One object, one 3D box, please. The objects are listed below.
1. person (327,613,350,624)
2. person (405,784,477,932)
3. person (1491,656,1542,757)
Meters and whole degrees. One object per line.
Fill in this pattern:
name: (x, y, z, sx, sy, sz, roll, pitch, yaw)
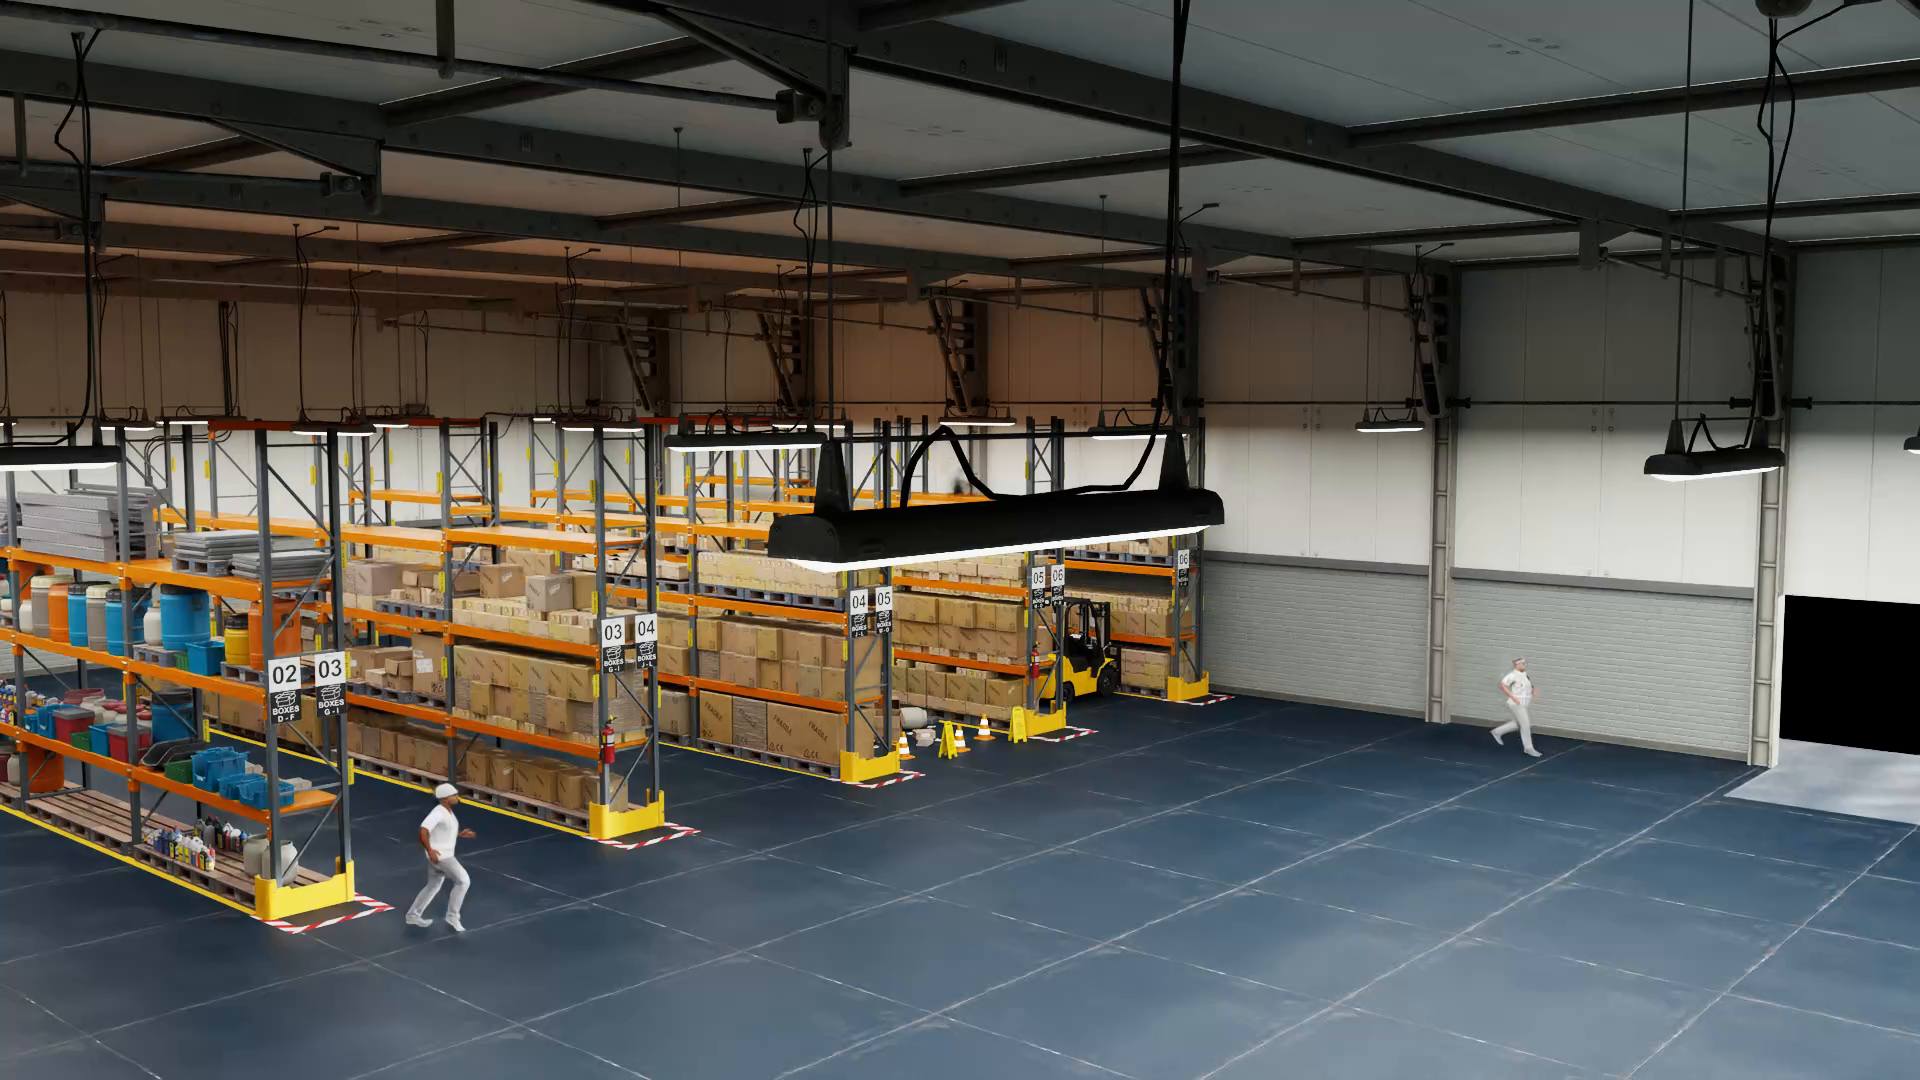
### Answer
person: (-14.779, 2.208, 39.311, 0.896, 1.766, 0.772, -4, 6, -39)
person: (-6.220, 3.819, 19.927, 0.851, 1.807, 0.612, -2, 5, -20)
person: (10.042, 2.964, 29.964, 0.941, 1.791, 0.664, 3, 6, 34)
